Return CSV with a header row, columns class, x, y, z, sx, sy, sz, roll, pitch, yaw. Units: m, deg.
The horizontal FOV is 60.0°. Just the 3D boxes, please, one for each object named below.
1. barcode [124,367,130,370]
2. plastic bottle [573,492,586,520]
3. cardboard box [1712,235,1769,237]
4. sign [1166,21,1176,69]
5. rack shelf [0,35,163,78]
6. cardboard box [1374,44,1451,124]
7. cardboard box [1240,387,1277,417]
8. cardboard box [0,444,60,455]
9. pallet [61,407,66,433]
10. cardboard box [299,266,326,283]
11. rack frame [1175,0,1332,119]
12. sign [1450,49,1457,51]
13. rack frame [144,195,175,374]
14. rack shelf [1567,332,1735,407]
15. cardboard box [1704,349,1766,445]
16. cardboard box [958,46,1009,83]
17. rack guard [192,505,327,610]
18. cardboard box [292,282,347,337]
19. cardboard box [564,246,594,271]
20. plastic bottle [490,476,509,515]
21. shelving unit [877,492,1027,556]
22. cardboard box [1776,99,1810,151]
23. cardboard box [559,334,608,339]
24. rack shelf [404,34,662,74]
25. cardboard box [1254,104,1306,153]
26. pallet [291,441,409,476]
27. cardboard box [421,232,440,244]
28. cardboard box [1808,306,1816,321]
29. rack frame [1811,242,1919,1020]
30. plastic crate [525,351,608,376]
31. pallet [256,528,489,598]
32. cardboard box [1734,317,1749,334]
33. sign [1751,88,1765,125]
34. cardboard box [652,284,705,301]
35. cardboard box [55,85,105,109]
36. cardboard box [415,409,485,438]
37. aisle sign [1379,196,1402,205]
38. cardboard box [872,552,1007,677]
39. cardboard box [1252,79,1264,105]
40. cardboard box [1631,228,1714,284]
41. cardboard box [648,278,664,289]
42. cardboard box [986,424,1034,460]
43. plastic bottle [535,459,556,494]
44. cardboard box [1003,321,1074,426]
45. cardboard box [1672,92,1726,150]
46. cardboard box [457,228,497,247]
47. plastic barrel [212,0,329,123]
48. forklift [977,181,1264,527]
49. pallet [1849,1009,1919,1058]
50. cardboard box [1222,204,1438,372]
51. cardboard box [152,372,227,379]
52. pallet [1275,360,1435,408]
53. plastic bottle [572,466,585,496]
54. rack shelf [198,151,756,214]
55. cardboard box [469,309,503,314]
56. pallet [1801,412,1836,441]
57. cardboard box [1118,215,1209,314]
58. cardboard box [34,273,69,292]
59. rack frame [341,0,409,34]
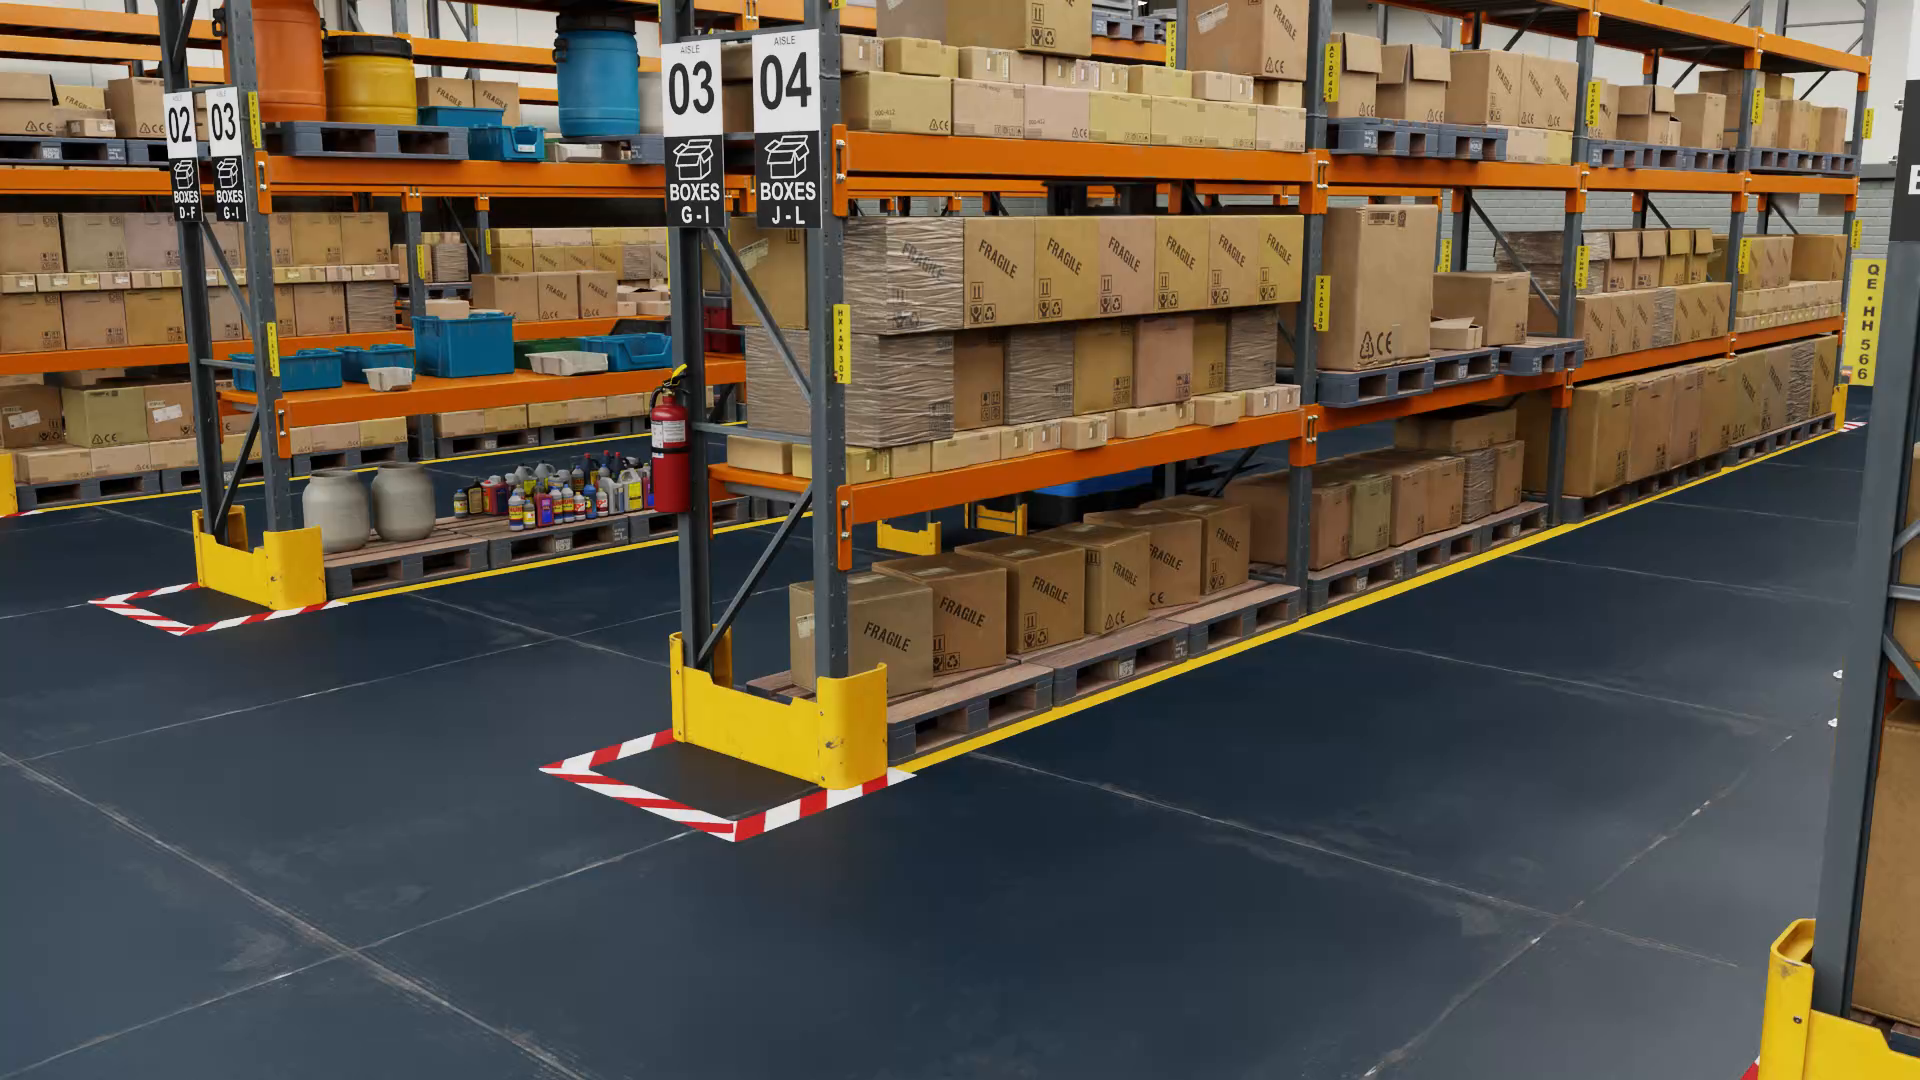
class,x,y,z,sx,sy,sz,roll,pitch,yaw
barcode,-9.960,-2.073,19.872,0.001,0.075,0.075,10,15,40
plastic bottle,-2.834,-0.255,12.348,0.097,0.201,0.097,0,11,0
cardboard box,8.473,-3.072,18.144,0.500,0.500,0.500,9,15,39
sign,1.319,-3.042,10.298,0.100,0.325,0.005,10,15,40
rack shelf,-10.744,-5.267,17.954,1.077,0.370,4.000,10,15,40
cardboard box,2.745,-2.976,10.956,0.797,0.503,0.637,11,15,43
cardboard box,1.645,-0.825,9.823,0.380,0.149,0.250,10,15,40
cardboard box,-8.209,-0.720,14.608,0.500,0.250,0.500,10,15,40
pallet,-10.646,-1.323,18.797,1.003,0.211,1.213,10,15,40
cardboard box,-6.227,-2.520,15.758,0.380,0.149,0.250,10,15,40
rack frame,1.739,-3.995,9.737,1.000,3.000,0.127,10,15,40
sign,6.363,-6.174,21.470,0.100,0.325,0.005,10,15,40
rack frame,-9.424,-2.974,19.944,1.000,3.000,0.127,10,15,40
rack shelf,5.699,-1.583,14.815,1.077,0.370,4.000,10,15,40
cardboard box,7.515,-1.481,16.819,0.875,0.875,0.875,10,15,40
cardboard box,0.005,-2.178,7.662,0.380,0.149,0.250,11,15,43
rack guard,-4.607,0.104,10.916,1.175,0.500,0.348,10,15,40
cardboard box,-6.332,-2.239,16.007,0.700,0.500,0.500,10,15,40
cardboard box,-5.589,-3.955,23.786,0.500,0.500,0.500,10,15,40
plastic bottle,-3.472,-0.335,12.543,0.061,0.283,0.133,10,15,40
shelving unit,-0.050,-0.724,12.508,0.587,1.500,1.083,10,15,40
cardboard box,8.301,-4.265,17.165,0.700,0.500,0.500,11,15,43
cardboard box,-5.616,-2.934,24.158,0.750,0.750,0.750,10,15,40
rack shelf,-4.380,-5.022,17.735,1.077,0.370,4.000,10,15,40
cardboard box,1.634,-2.350,9.541,0.500,0.250,0.500,11,15,42
pallet,-6.257,-0.855,16.455,1.003,0.211,1.213,10,15,40
cardboard box,-7.190,-4.042,22.254,0.380,0.149,0.250,7,13,31
cardboard box,8.999,-2.450,17.960,0.380,0.149,0.250,9,15,39
rack frame,2.755,0.191,4.095,0.949,2.616,0.053,10,15,40
plastic crate,-2.863,-1.292,12.197,0.530,0.136,0.437,10,15,40
pallet,-4.067,0.126,11.539,1.003,0.211,1.213,10,15,40
cardboard box,7.465,-2.107,16.245,0.380,0.149,0.250,10,15,40
sign,7.434,-4.040,15.498,0.100,0.325,0.005,10,15,40
cardboard box,-3.333,-2.831,19.456,0.500,0.311,0.500,11,16,44
cardboard box,-9.907,-4.803,18.583,0.500,0.500,0.500,11,16,43
cardboard box,-5.248,-1.219,17.105,0.500,0.250,0.500,9,15,39
aisle sign,5.764,-4.783,22.361,0.394,0.787,0.004,10,15,40
cardboard box,-0.108,0.373,8.494,0.500,0.500,0.500,-7,13,-33
cardboard box,1.496,-2.533,9.442,0.380,0.149,0.250,10,15,41
cardboard box,6.604,-2.676,15.634,0.797,0.503,0.637,9,15,39
cardboard box,-4.637,-3.833,24.832,0.380,0.149,0.250,10,15,40
cardboard box,0.141,-0.497,8.182,0.380,0.149,0.250,10,15,40
plastic bottle,-3.232,-0.455,12.969,0.144,0.351,0.185,10,15,40
cardboard box,0.084,-0.894,8.513,0.875,0.500,0.500,10,15,40
cardboard box,6.644,-3.869,15.439,0.700,0.500,0.500,10,15,42
cardboard box,-6.679,-4.235,23.278,0.500,0.250,0.500,10,15,42
plastic barrel,-4.397,-3.080,10.648,0.600,0.830,0.708,10,15,40
forklift,1.489,-1.741,13.943,1.130,2.935,3.031,10,15,41
pallet,3.226,1.431,5.006,1.003,0.211,1.213,10,15,40
cardboard box,2.368,-1.652,10.719,1.000,1.000,1.000,10,15,41
cardboard box,-7.230,-1.311,15.650,0.500,0.500,0.500,10,15,40
pallet,2.352,-1.053,10.812,1.003,0.211,1.213,10,15,40
plastic bottle,-3.020,-0.452,13.157,0.097,0.271,0.097,0,11,0
rack shelf,-3.302,-2.517,11.834,1.077,0.370,4.000,10,15,40
cardboard box,-4.962,-2.315,17.285,0.380,0.149,0.250,10,15,40
pallet,9.191,-1.323,18.798,1.003,0.211,1.213,10,15,40
cardboard box,0.988,-1.489,8.941,0.500,0.500,0.500,10,15,40
cardboard box,-7.748,-2.182,14.066,0.380,0.149,0.250,9,15,39
rack frame,-5.700,-5.276,16.152,1.000,3.000,0.127,10,15,40
